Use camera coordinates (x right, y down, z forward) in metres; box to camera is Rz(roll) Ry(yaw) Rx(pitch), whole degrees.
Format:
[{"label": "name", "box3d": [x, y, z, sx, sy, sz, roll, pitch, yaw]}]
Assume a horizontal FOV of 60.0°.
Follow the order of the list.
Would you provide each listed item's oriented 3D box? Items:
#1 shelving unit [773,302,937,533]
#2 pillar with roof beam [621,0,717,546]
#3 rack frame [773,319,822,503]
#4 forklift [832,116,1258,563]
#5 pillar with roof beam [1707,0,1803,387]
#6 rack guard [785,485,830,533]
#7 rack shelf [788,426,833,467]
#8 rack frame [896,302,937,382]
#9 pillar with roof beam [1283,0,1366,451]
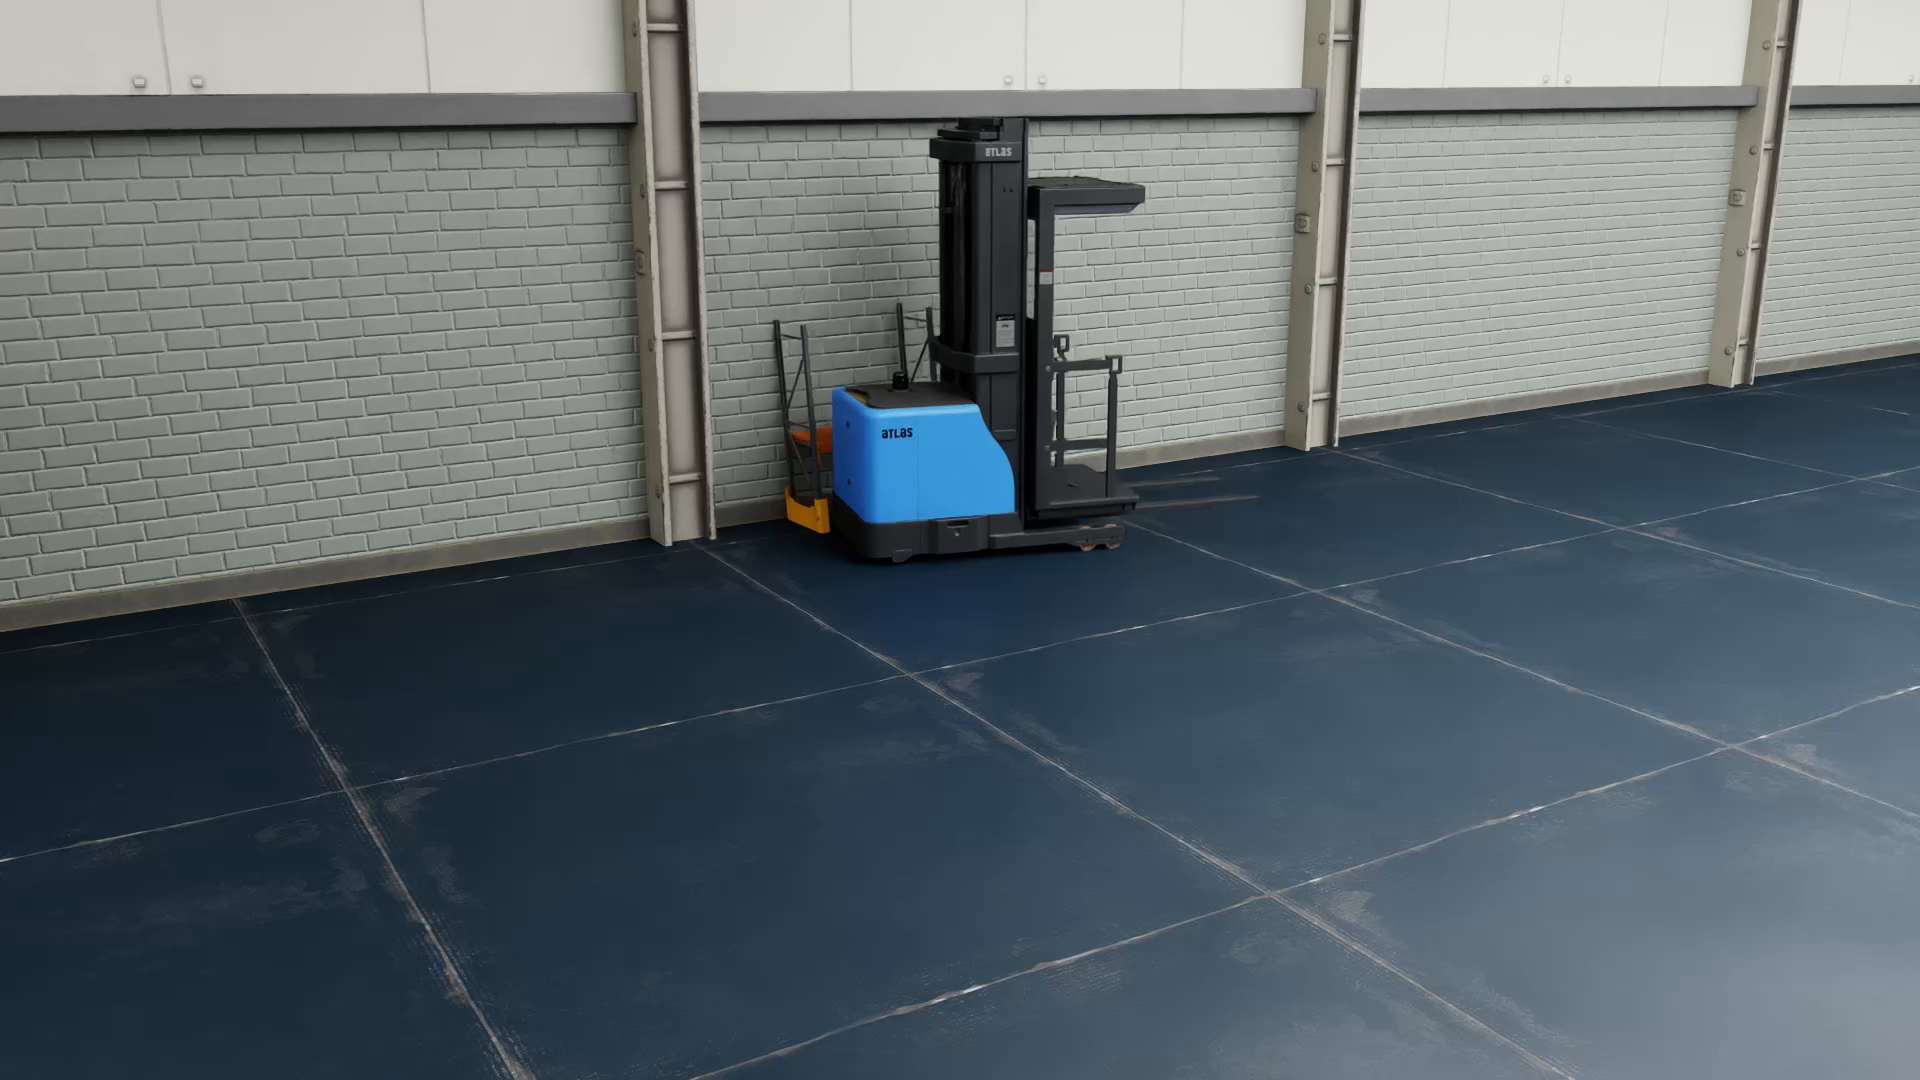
[{"label": "shelving unit", "box3d": [-0.738, -0.926, 12.308, 1.083, 1.500, 0.587, -12, 17, -29]}, {"label": "pillar with roof beam", "box3d": [0.222, -3.355, 7.206, 0.400, 9.000, 9.100, -9, 18, -30]}, {"label": "rack frame", "box3d": [-1.167, -0.832, 12.069, 0.032, 1.500, 0.500, -12, 17, -29]}, {"label": "forklift", "box3d": [0.650, -1.472, 11.729, 3.031, 2.935, 1.130, -5, 16, -17]}, {"label": "pillar with roof beam", "box3d": [10.508, -5.023, 13.157, 0.400, 9.000, 9.100, -9, 18, -30]}, {"label": "rack guard", "box3d": [-1.124, -0.230, 12.233, 0.087, 0.250, 0.587, -12, 17, -29]}, {"label": "rack shelf", "box3d": [-0.719, -0.755, 12.360, 1.000, 0.185, 0.538, -12, 17, -29]}, {"label": "rack frame", "box3d": [-0.295, -1.024, 12.556, 0.032, 1.500, 0.500, -12, 17, -29]}, {"label": "pillar with roof beam", "box3d": [5.365, -4.189, 10.181, 0.400, 9.000, 9.100, -9, 18, -30]}]
